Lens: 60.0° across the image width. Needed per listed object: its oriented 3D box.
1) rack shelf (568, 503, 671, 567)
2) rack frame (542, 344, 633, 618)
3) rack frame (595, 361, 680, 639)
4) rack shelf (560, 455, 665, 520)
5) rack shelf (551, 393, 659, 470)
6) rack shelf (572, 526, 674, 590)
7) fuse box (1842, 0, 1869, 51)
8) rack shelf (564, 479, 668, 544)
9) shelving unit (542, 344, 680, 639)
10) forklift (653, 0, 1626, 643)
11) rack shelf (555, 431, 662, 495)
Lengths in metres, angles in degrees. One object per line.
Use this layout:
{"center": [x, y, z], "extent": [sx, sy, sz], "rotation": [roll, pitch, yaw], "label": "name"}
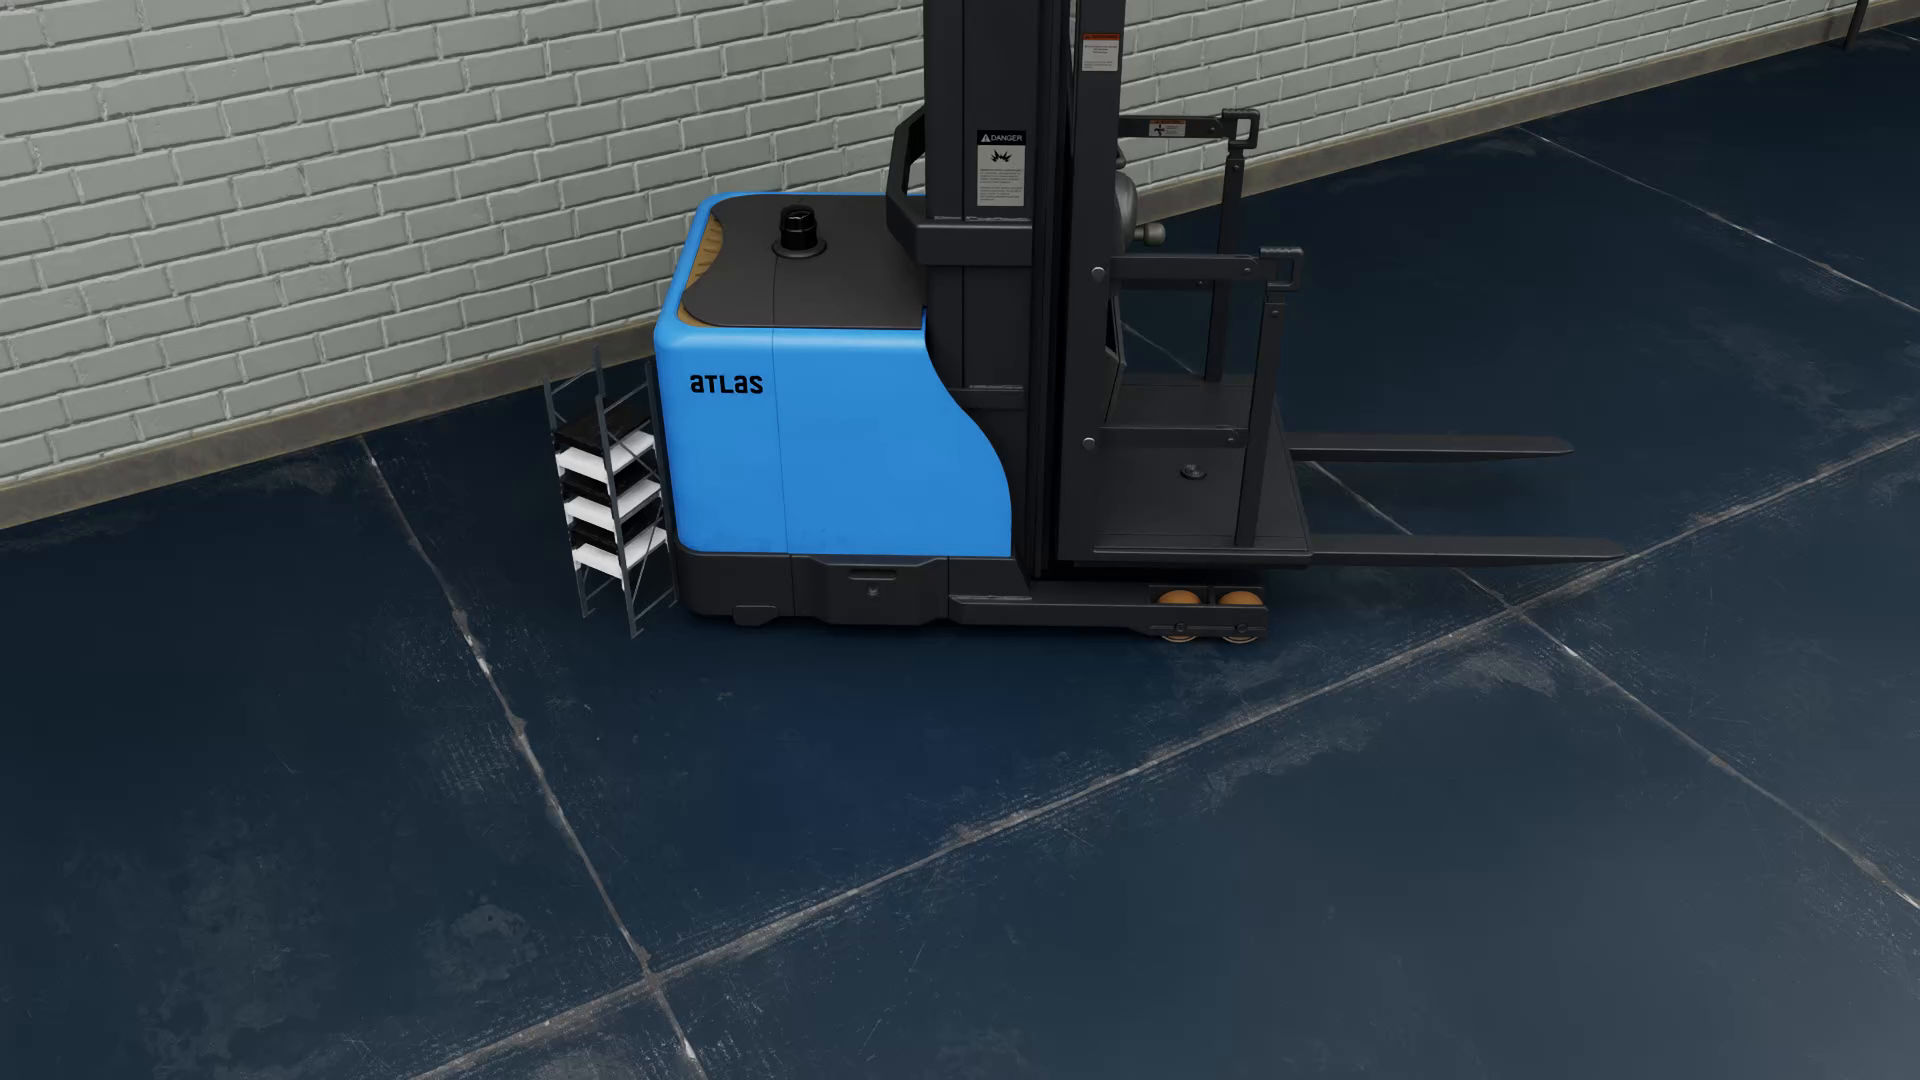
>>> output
{"center": [-1.073, -0.040, 5.251], "extent": [0.200, 0.077, 0.258], "rotation": [20, 40, 25], "label": "rack shelf"}
{"center": [-1.160, -0.170, 5.220], "extent": [0.006, 0.900, 0.240], "rotation": [20, 40, 25], "label": "rack frame"}
{"center": [-0.986, -0.108, 5.135], "extent": [0.006, 0.900, 0.240], "rotation": [20, 40, 25], "label": "rack frame"}
{"center": [-1.073, -0.185, 5.144], "extent": [0.200, 0.077, 0.258], "rotation": [20, 40, 25], "label": "rack shelf"}
{"center": [-1.073, -0.330, 5.038], "extent": [0.200, 0.077, 0.258], "rotation": [20, 40, 25], "label": "rack shelf"}
{"center": [-1.073, 0.033, 5.304], "extent": [0.200, 0.077, 0.258], "rotation": [20, 40, 25], "label": "rack shelf"}
{"center": [5.184, -3.528, 9.129], "extent": [0.539, 1.711, 0.414], "rotation": [-19, 40, -24], "label": "fuse box"}
{"center": [-1.073, -0.112, 5.197], "extent": [0.200, 0.077, 0.258], "rotation": [20, 40, 25], "label": "rack shelf"}
{"center": [-1.073, -0.139, 5.178], "extent": [0.210, 0.900, 0.258], "rotation": [20, 40, 25], "label": "shelving unit"}
{"center": [0.623, -1.174, 4.873], "extent": [3.031, 2.935, 1.130], "rotation": [1, 36, 1], "label": "forklift"}
{"center": [-1.073, -0.258, 5.091], "extent": [0.200, 0.077, 0.258], "rotation": [20, 40, 25], "label": "rack shelf"}
